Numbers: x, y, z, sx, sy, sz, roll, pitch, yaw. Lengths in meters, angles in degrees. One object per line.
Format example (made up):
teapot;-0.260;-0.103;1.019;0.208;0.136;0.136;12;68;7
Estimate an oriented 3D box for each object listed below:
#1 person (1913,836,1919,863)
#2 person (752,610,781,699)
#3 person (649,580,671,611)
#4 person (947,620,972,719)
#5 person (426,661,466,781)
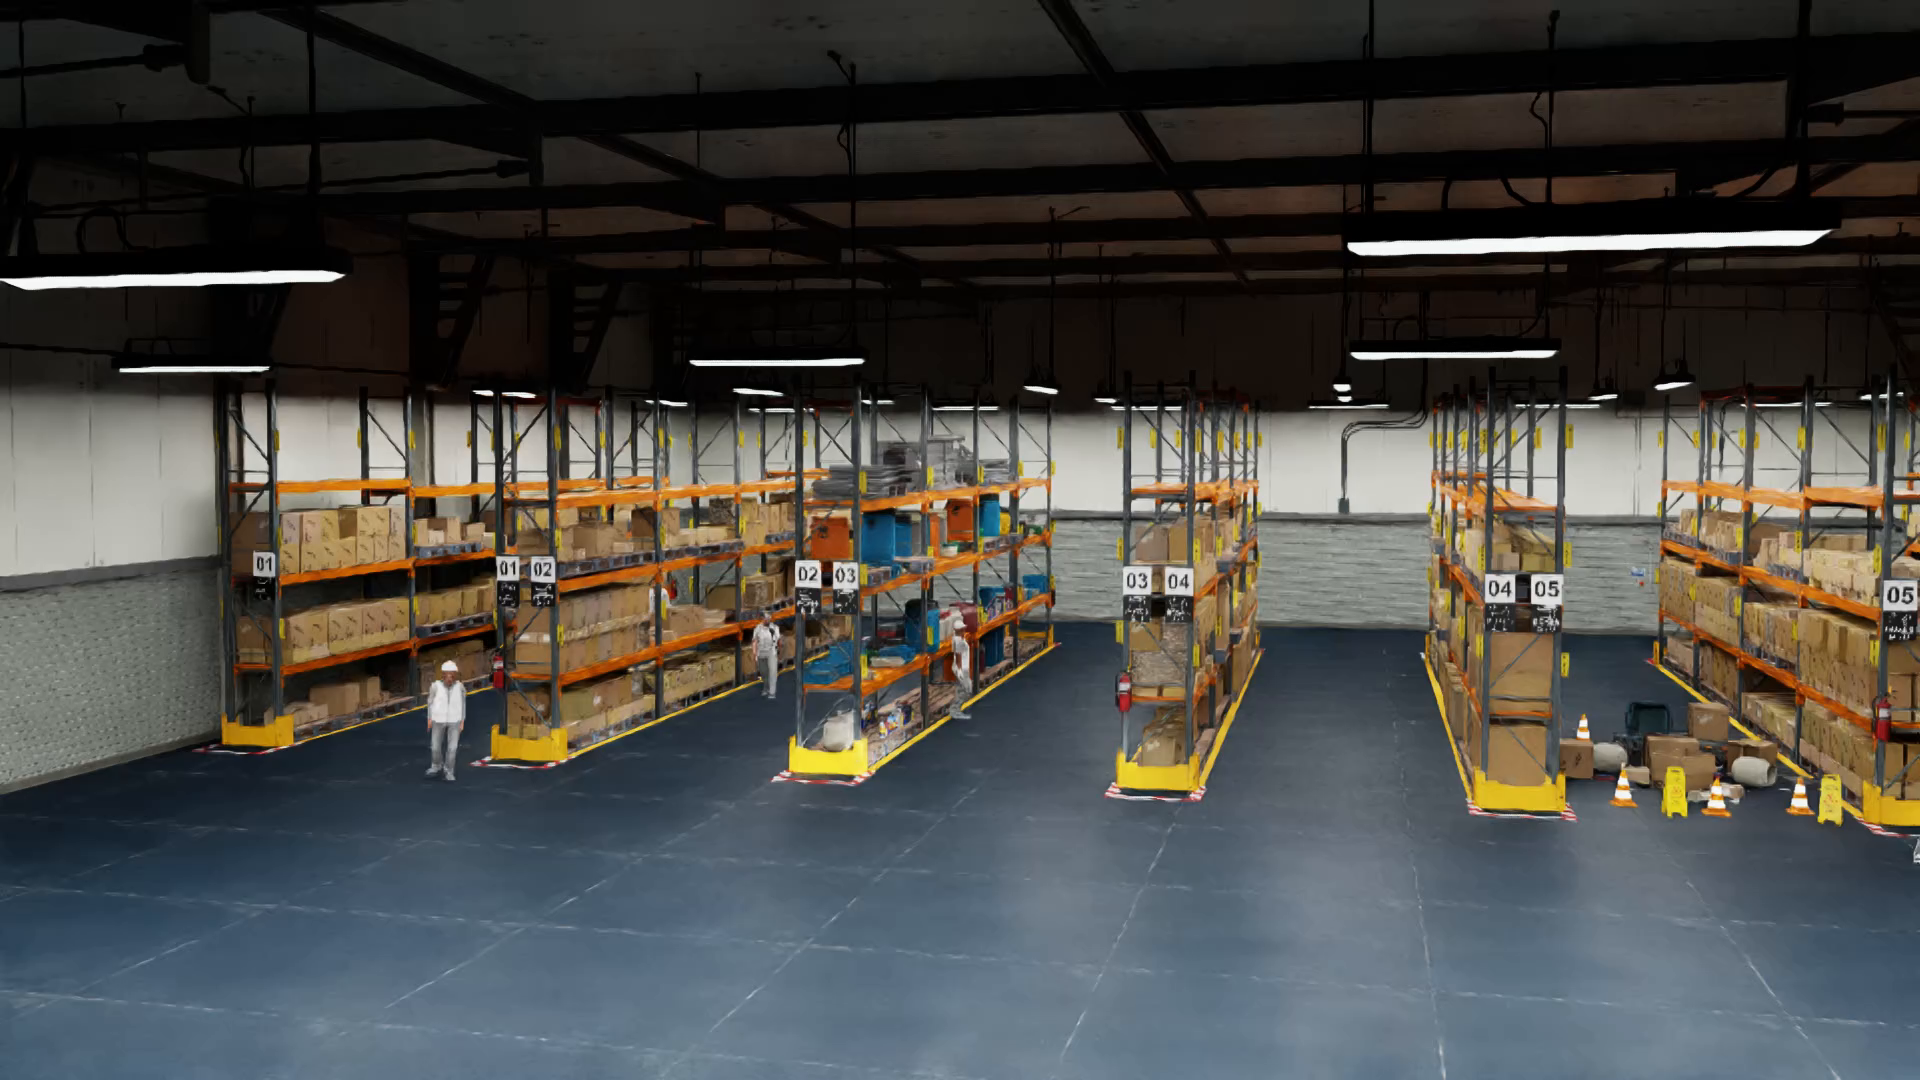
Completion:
person;11.520;3.064;19.355;0.562;1.527;0.782;0;3;-4
person;-3.759;2.200;32.260;0.536;1.702;1.037;0;3;5
person;-7.193;1.760;39.443;0.617;1.713;1.069;1;3;12
person;-0.016;2.325;29.763;0.444;1.780;0.605;0;3;-4
person;-7.594;2.651;24.562;0.581;1.762;0.569;-1;4;-23
